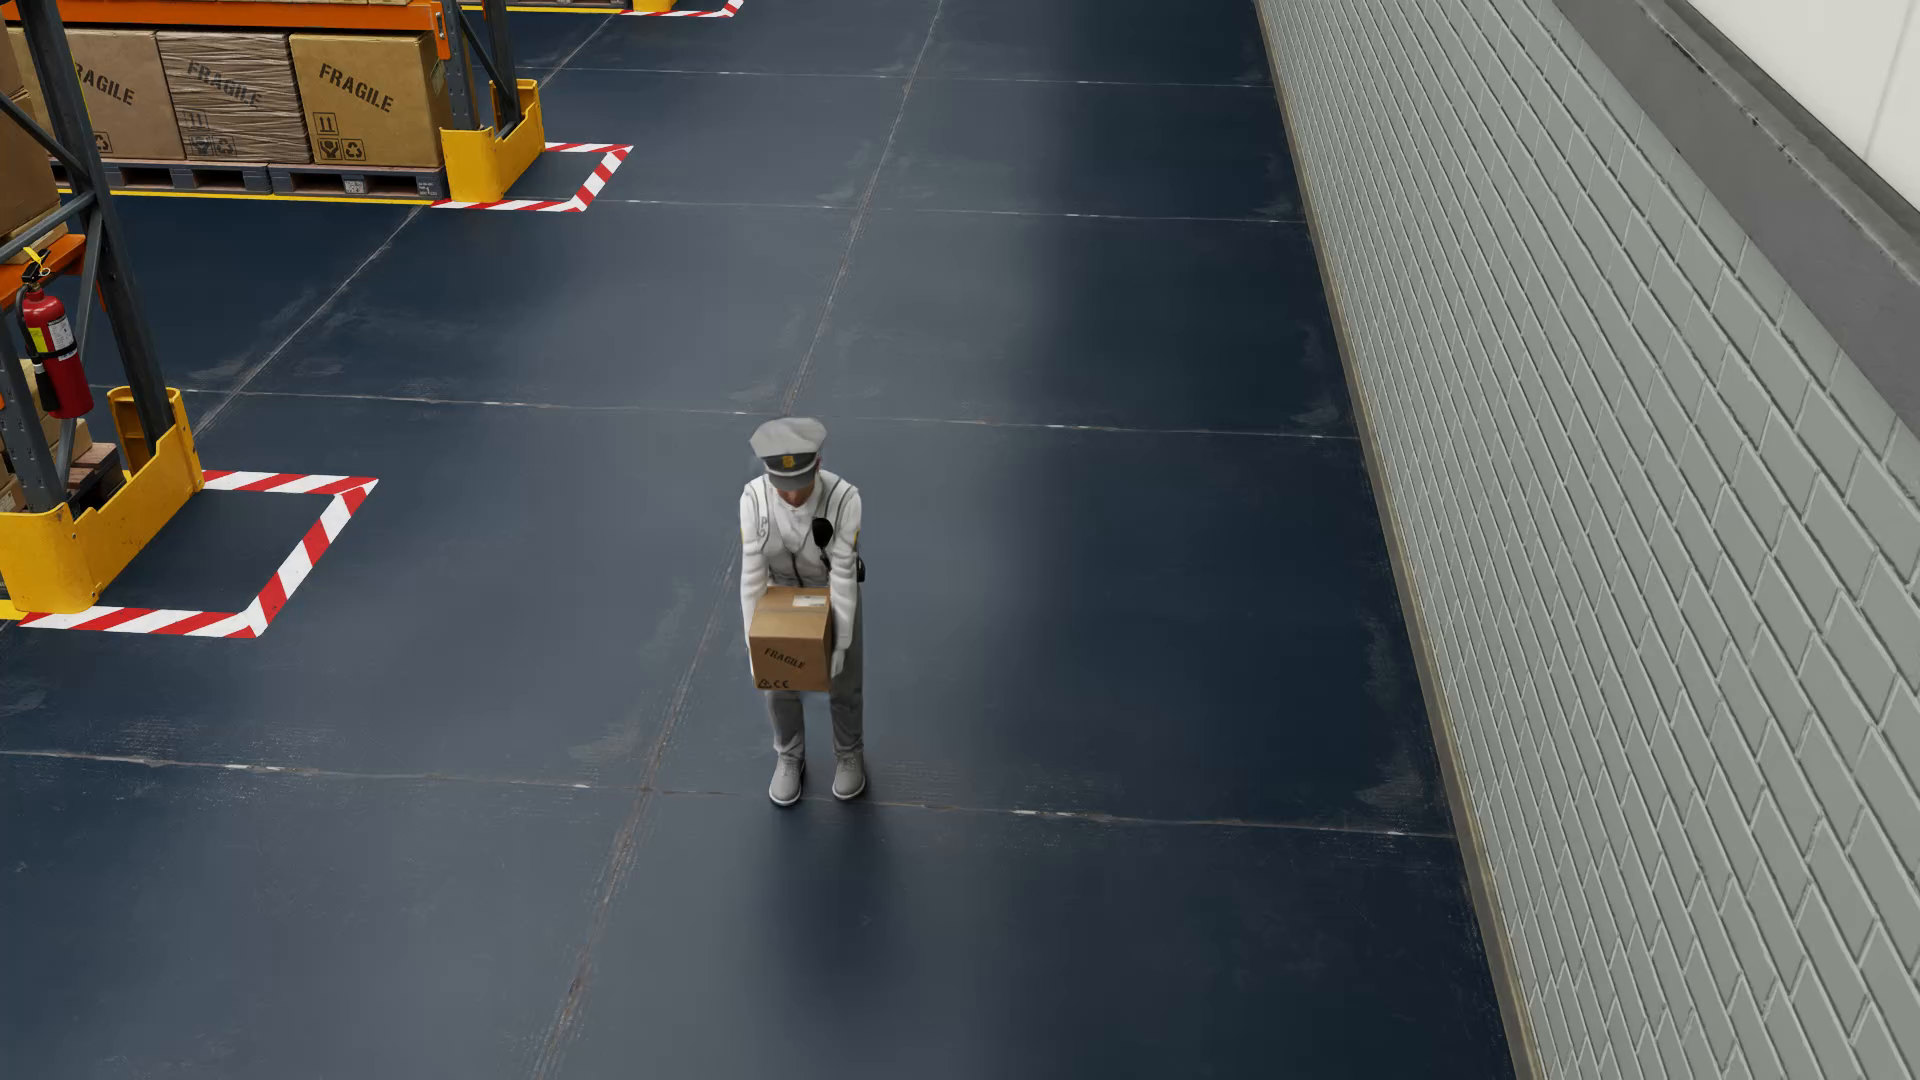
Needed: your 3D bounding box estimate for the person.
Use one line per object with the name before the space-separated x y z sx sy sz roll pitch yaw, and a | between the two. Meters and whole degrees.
person | -0.530 0.253 5.798 0.410 1.605 0.570 2 32 3
